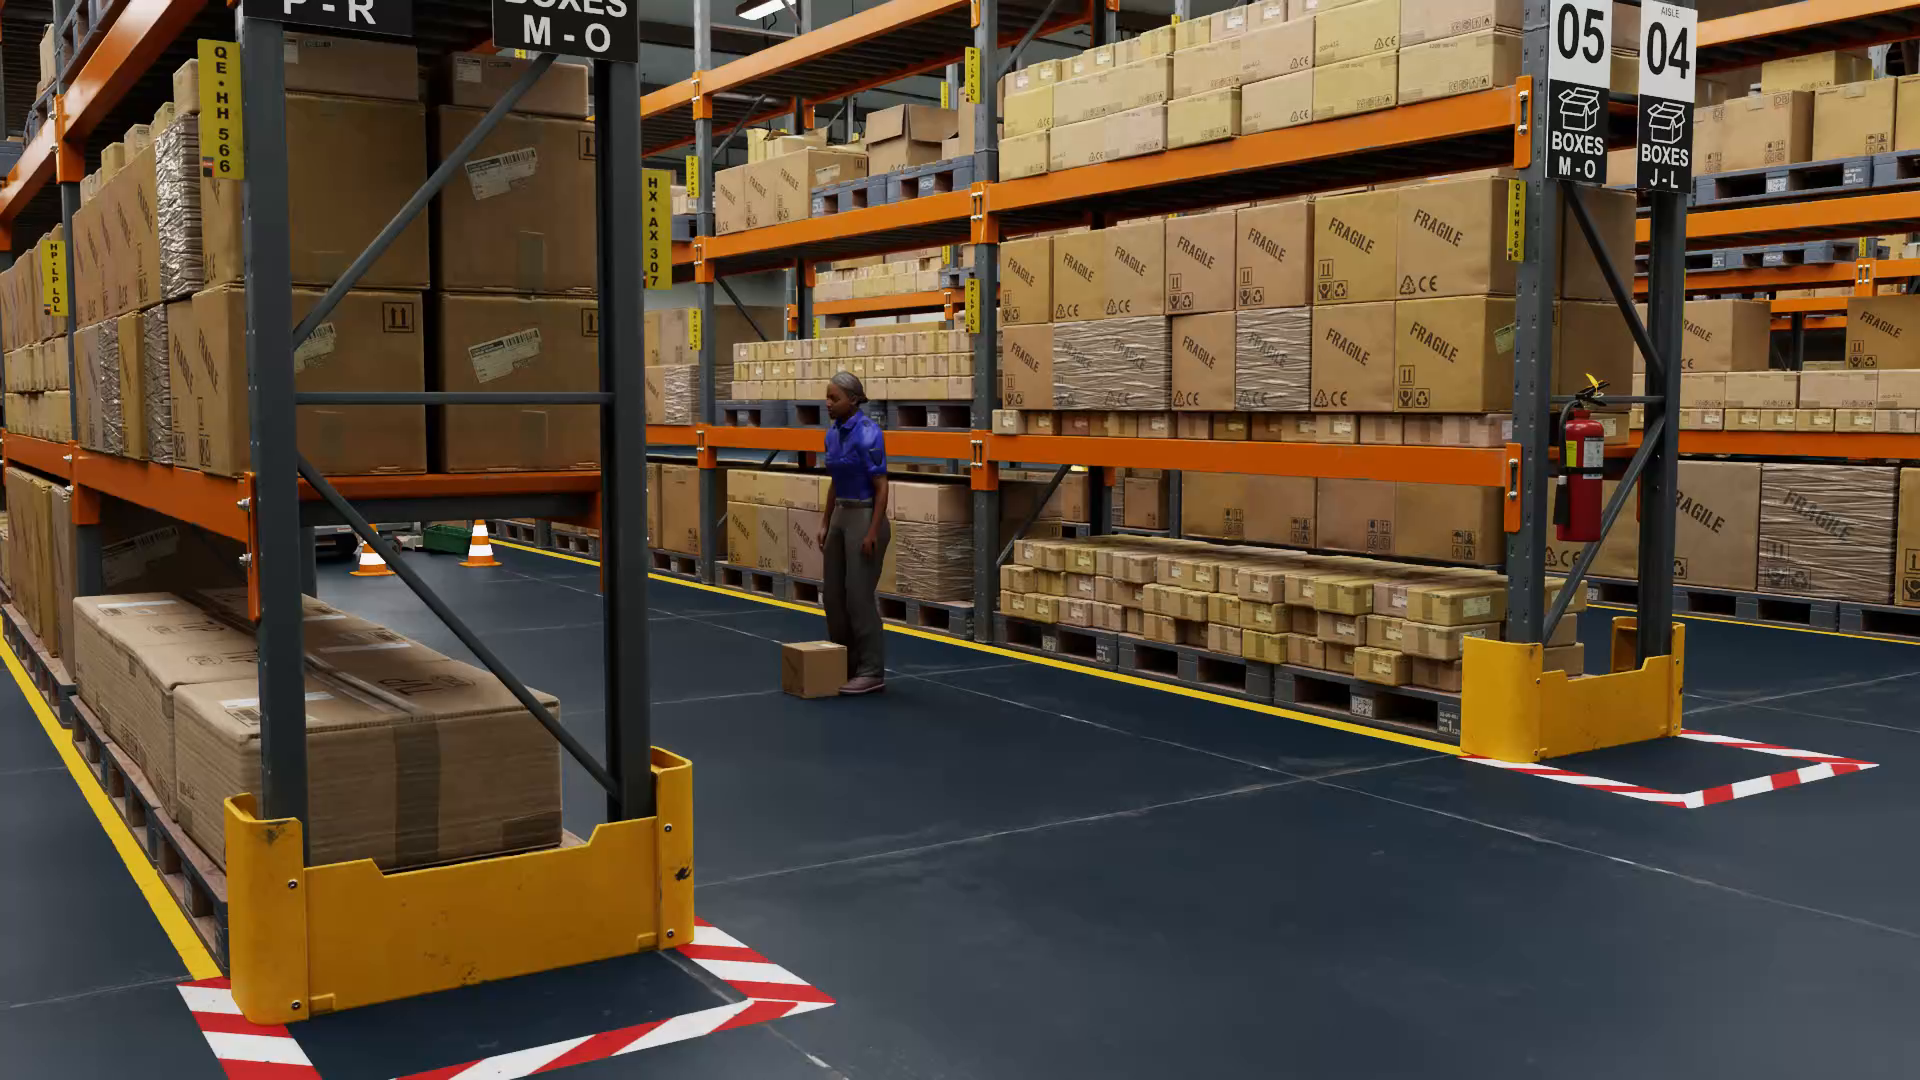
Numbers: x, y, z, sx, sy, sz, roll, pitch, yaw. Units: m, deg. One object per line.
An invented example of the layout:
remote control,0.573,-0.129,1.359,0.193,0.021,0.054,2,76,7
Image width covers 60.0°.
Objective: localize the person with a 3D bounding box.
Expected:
person,-0.562,-0.045,8.639,0.346,1.656,0.529,-4,6,-36
